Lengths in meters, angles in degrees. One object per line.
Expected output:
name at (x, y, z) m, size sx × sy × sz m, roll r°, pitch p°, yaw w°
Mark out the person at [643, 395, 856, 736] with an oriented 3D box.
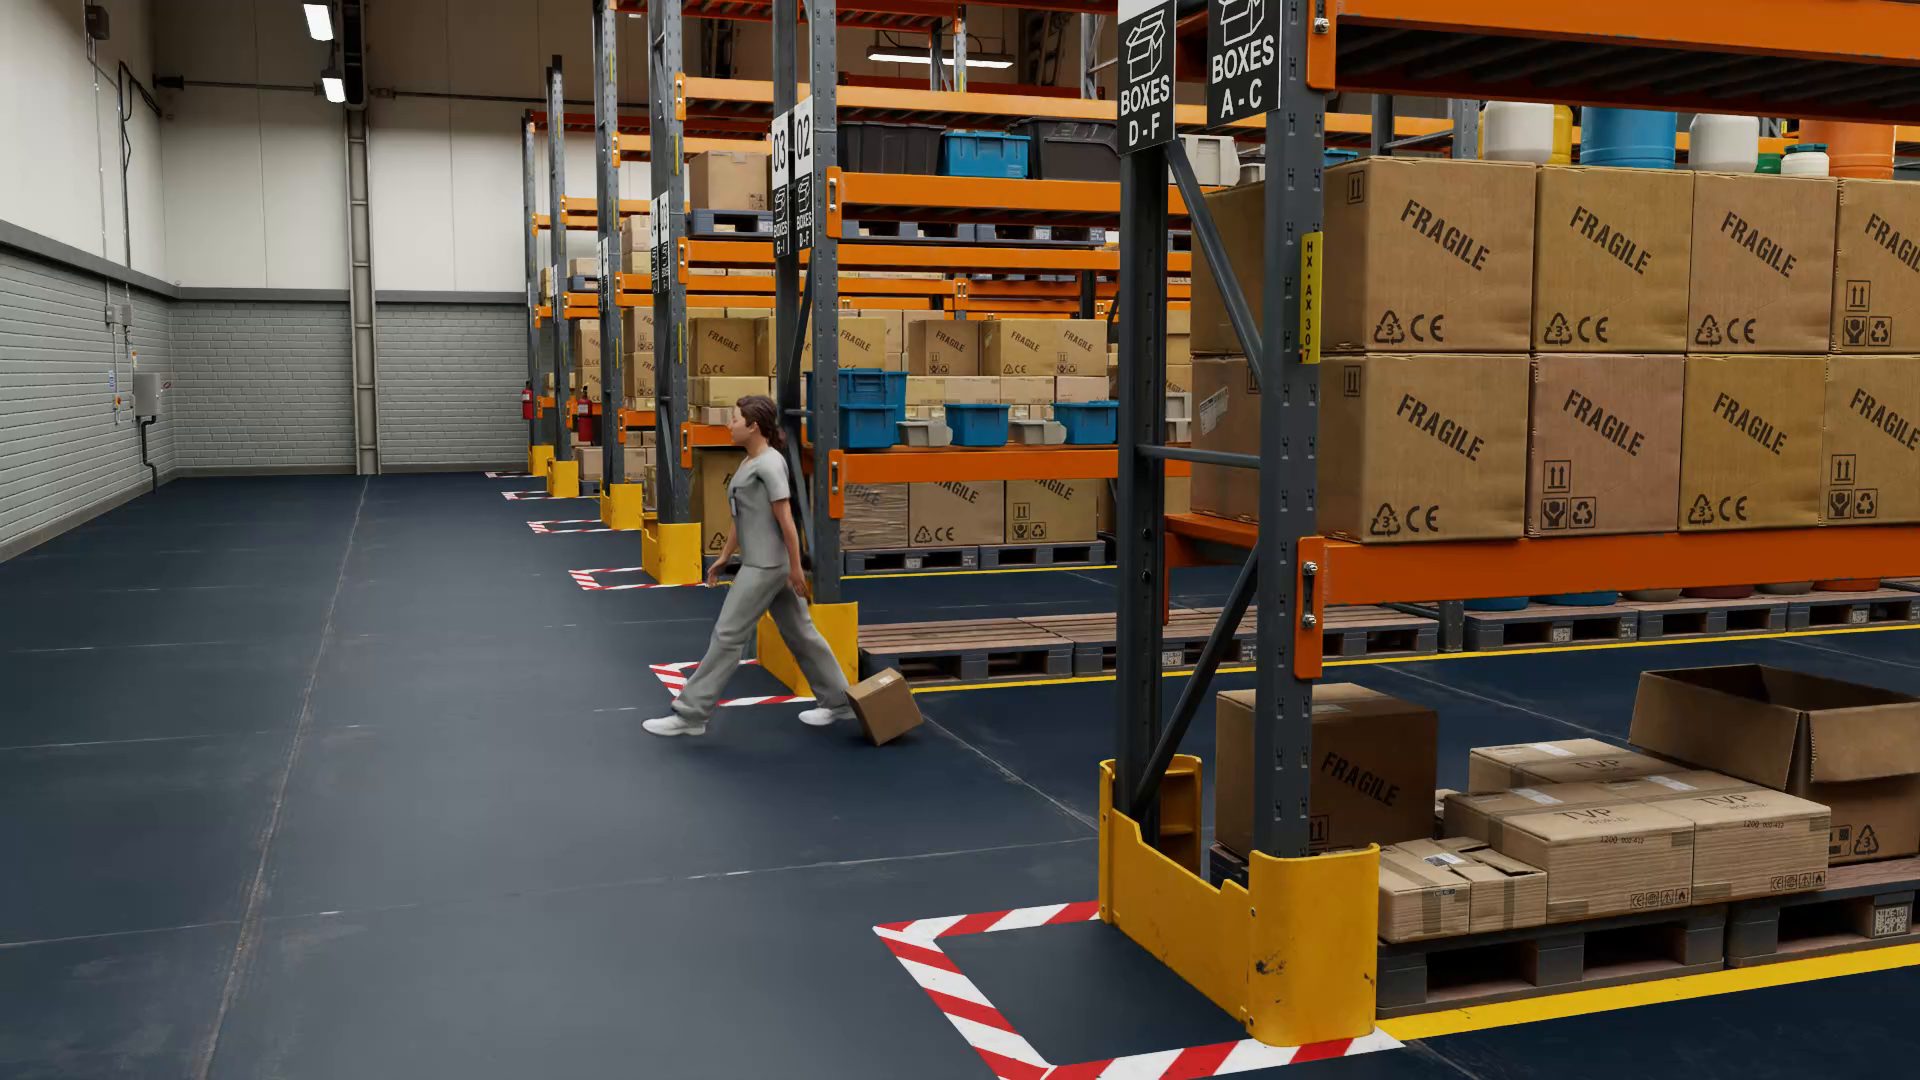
person at (-1.002, 0.107, 7.949) m, size 1.053 × 1.597 × 0.453 m, roll -1°, pitch 6°, yaw -13°
